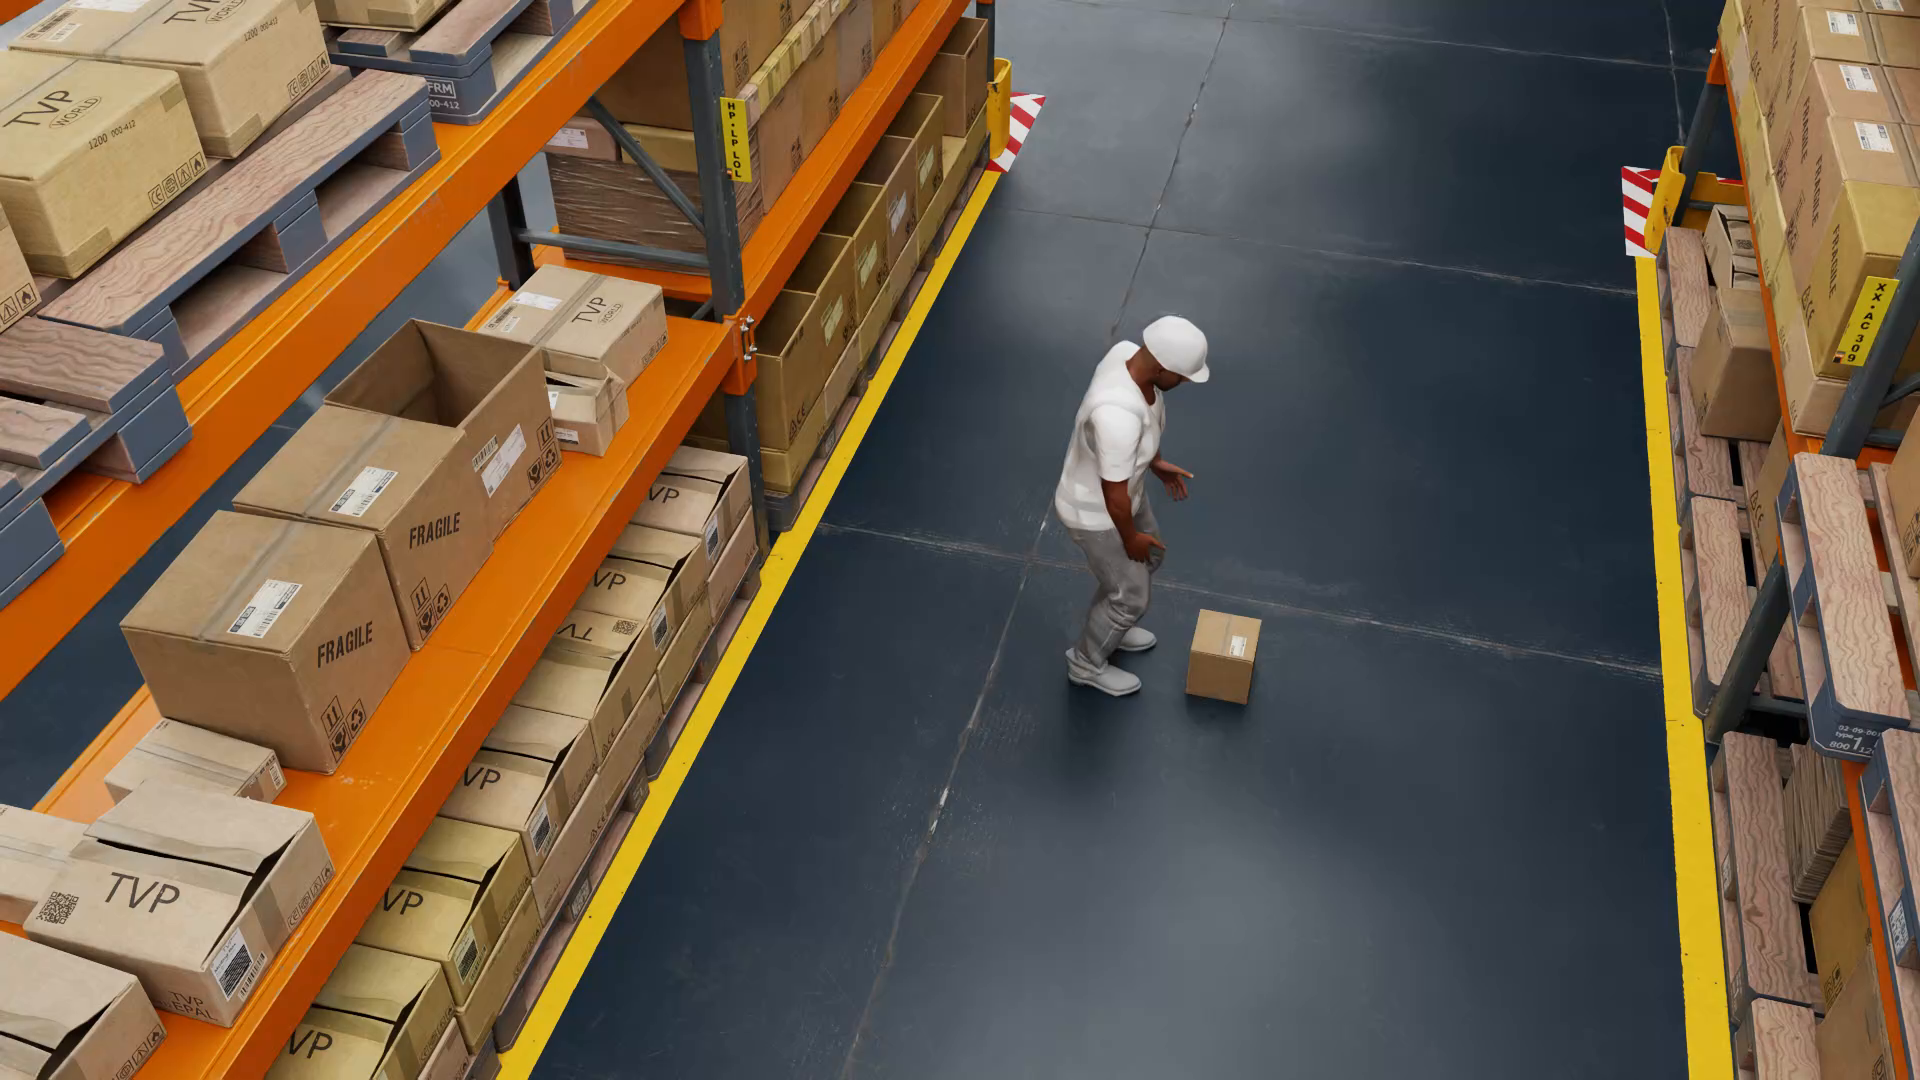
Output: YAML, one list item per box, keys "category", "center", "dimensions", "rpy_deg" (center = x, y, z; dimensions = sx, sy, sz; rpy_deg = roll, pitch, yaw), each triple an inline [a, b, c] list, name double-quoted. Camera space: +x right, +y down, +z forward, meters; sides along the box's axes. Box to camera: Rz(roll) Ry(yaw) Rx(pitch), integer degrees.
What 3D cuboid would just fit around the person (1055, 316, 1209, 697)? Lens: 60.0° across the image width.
- category: "person"
  center: [0.640, -0.155, 6.385]
  dimensions: [0.511, 1.682, 0.602]
  rpy_deg: [11, 42, 12]
